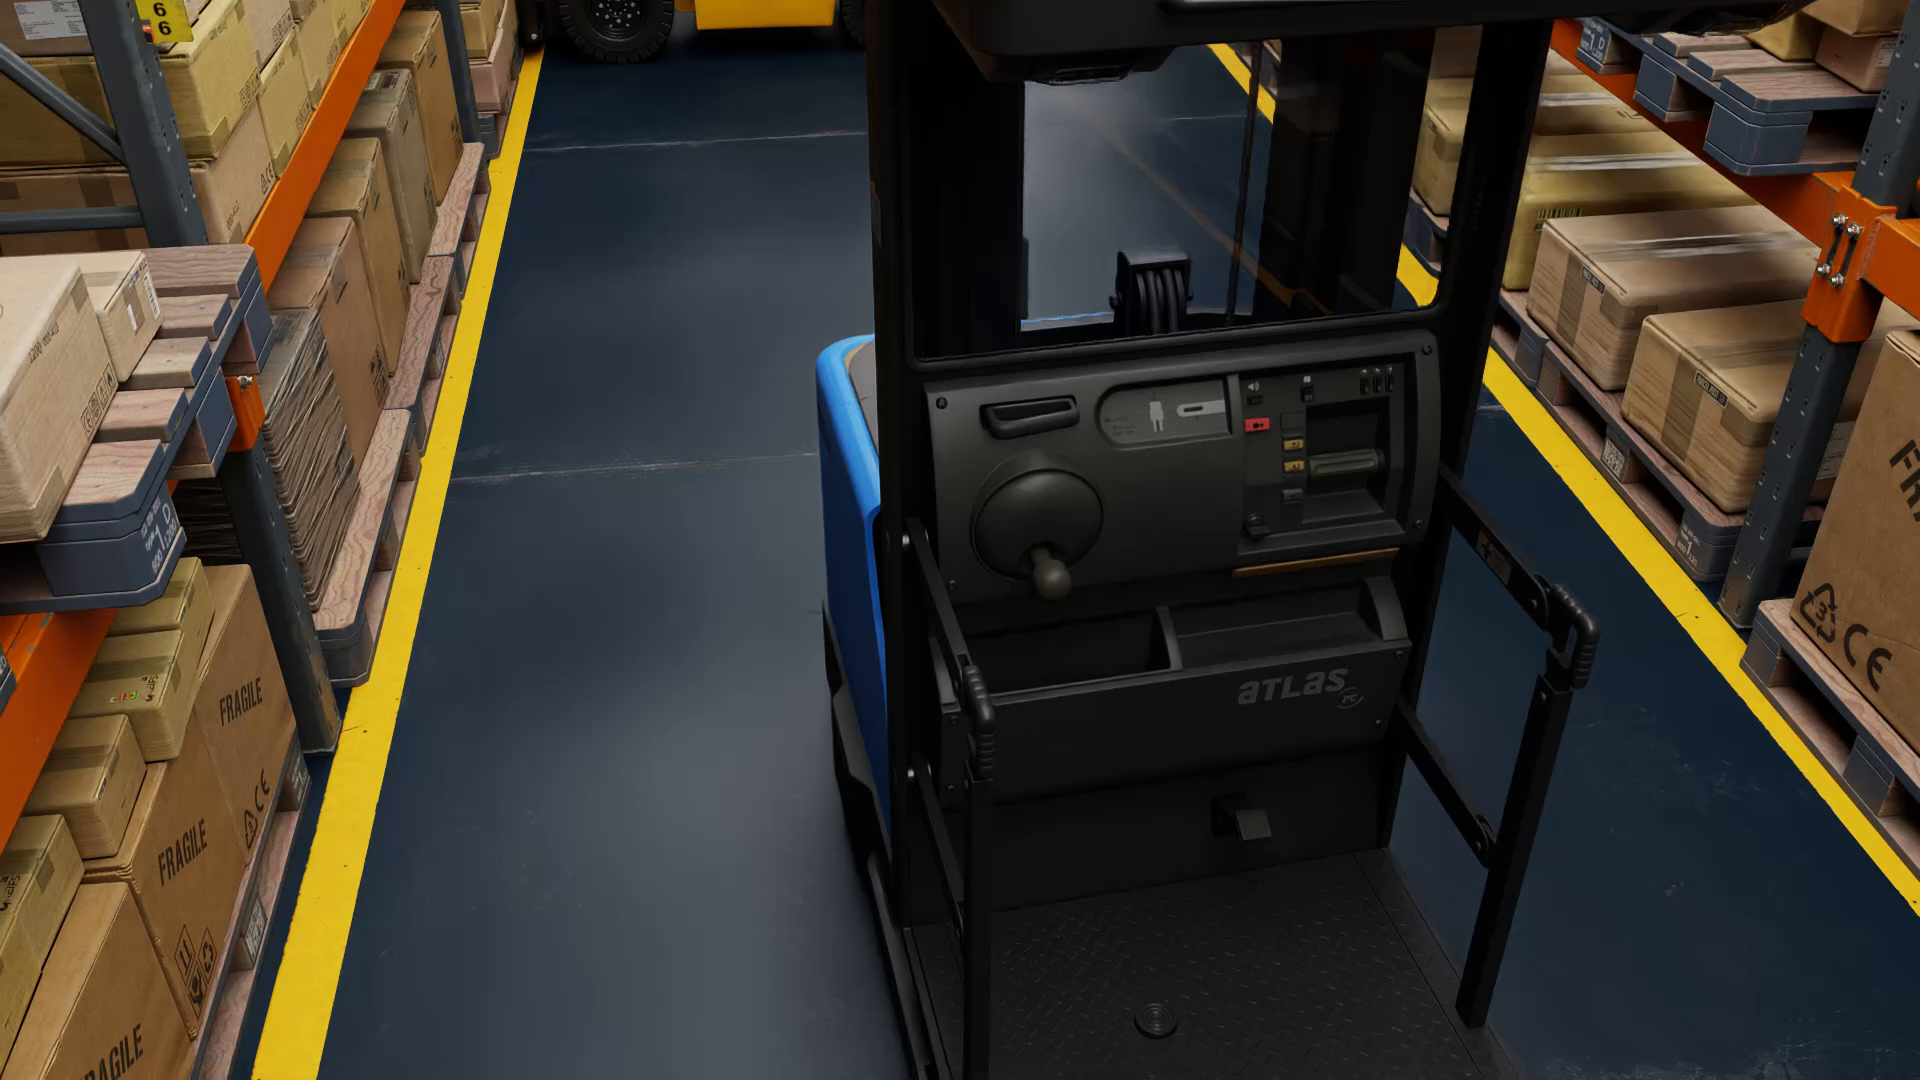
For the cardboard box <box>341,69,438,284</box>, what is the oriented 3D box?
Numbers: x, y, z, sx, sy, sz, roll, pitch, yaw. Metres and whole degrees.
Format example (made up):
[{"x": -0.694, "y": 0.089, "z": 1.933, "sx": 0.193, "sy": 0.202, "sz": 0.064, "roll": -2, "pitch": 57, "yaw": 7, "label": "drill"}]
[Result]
[{"x": -2.522, "y": -1.366, "z": 6.326, "sx": 0.875, "sy": 0.625, "sz": 0.625, "roll": -5, "pitch": 35, "yaw": -7, "label": "cardboard box"}]

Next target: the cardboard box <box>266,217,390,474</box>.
[{"x": -2.329, "y": -0.571, "z": 5.160, "sx": 0.875, "sy": 0.625, "sz": 0.625, "roll": -3, "pitch": 34, "yaw": -5, "label": "cardboard box"}]

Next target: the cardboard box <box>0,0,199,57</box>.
[{"x": -1.914, "y": -1.175, "z": 3.646, "sx": 0.380, "sy": 0.149, "sz": 0.250, "roll": -3, "pitch": 34, "yaw": -5, "label": "cardboard box"}]

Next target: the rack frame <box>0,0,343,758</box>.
[{"x": -2.163, "y": -0.665, "z": 3.563, "sx": 1.000, "sy": 3.000, "sz": 0.127, "roll": -4, "pitch": 35, "yaw": -6, "label": "rack frame"}]

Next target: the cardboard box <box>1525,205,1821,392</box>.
[{"x": 2.582, "y": -0.858, "z": 5.806, "sx": 0.950, "sy": 0.372, "sz": 0.625, "roll": -5, "pitch": 35, "yaw": -7, "label": "cardboard box"}]

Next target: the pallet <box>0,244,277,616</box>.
[{"x": -2.002, "y": -0.213, "z": 3.070, "sx": 1.213, "sy": 0.211, "sz": 1.003, "roll": -4, "pitch": 35, "yaw": -6, "label": "pallet"}]

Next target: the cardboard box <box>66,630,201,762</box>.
[{"x": -1.778, "y": 0.332, "z": 3.370, "sx": 0.380, "sy": 0.149, "sz": 0.250, "roll": -6, "pitch": 35, "yaw": -9, "label": "cardboard box"}]

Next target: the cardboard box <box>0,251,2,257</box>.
[{"x": -2.476, "y": -0.835, "z": 3.945, "sx": 0.500, "sy": 0.250, "sz": 0.500, "roll": -5, "pitch": 35, "yaw": -7, "label": "cardboard box"}]

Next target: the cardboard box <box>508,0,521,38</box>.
[{"x": -2.606, "y": -2.798, "z": 8.760, "sx": 0.500, "sy": 0.250, "sz": 0.500, "roll": -4, "pitch": 34, "yaw": -6, "label": "cardboard box"}]

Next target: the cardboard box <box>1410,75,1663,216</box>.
[{"x": 2.391, "y": -1.670, "z": 6.997, "sx": 0.950, "sy": 0.372, "sz": 0.625, "roll": -2, "pitch": 34, "yaw": -3, "label": "cardboard box"}]

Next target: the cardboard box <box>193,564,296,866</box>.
[{"x": -1.893, "y": 0.414, "z": 3.826, "sx": 0.500, "sy": 0.500, "sz": 0.500, "roll": -3, "pitch": 34, "yaw": -5, "label": "cardboard box"}]

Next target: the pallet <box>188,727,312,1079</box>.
[{"x": -2.100, "y": 0.906, "z": 3.733, "sx": 1.003, "sy": 0.211, "sz": 1.213, "roll": -4, "pitch": 35, "yaw": -6, "label": "pallet"}]

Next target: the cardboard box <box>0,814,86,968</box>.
[{"x": -1.796, "y": 0.633, "z": 2.928, "sx": 0.380, "sy": 0.149, "sz": 0.250, "roll": -3, "pitch": 34, "yaw": -5, "label": "cardboard box"}]

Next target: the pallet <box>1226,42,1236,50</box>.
[{"x": 1.925, "y": -3.178, "z": 9.725, "sx": 1.003, "sy": 0.211, "sz": 1.213, "roll": -4, "pitch": 35, "yaw": -6, "label": "pallet"}]

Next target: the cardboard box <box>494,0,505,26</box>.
[{"x": -2.529, "y": -2.716, "z": 8.196, "sx": 0.500, "sy": 0.250, "sz": 0.500, "roll": -5, "pitch": 35, "yaw": -7, "label": "cardboard box"}]

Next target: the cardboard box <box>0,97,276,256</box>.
[{"x": -1.980, "y": -0.870, "z": 3.996, "sx": 0.500, "sy": 0.250, "sz": 0.500, "roll": -4, "pitch": 35, "yaw": -6, "label": "cardboard box"}]

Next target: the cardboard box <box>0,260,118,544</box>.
[{"x": -1.700, "y": -0.213, "z": 2.659, "sx": 0.500, "sy": 0.250, "sz": 0.500, "roll": -6, "pitch": 35, "yaw": -9, "label": "cardboard box"}]

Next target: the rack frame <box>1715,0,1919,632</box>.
[{"x": 2.756, "y": -1.043, "z": 4.118, "sx": 1.000, "sy": 3.000, "sz": 0.127, "roll": -4, "pitch": 35, "yaw": -6, "label": "rack frame"}]

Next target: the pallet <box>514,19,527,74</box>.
[{"x": -2.933, "y": -2.875, "z": 9.281, "sx": 1.003, "sy": 0.211, "sz": 1.213, "roll": -4, "pitch": 35, "yaw": -6, "label": "pallet"}]

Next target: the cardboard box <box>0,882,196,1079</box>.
[{"x": -1.763, "y": 0.986, "z": 2.987, "sx": 0.500, "sy": 0.500, "sz": 0.500, "roll": -3, "pitch": 34, "yaw": -4, "label": "cardboard box"}]

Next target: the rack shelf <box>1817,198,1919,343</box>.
[{"x": 3.025, "y": 0.370, "z": 2.683, "sx": 1.077, "sy": 0.370, "sz": 4.000, "roll": -4, "pitch": 35, "yaw": -6, "label": "rack shelf"}]

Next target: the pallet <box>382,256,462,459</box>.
[{"x": -2.395, "y": -0.655, "z": 6.023, "sx": 1.003, "sy": 0.211, "sz": 1.213, "roll": -4, "pitch": 35, "yaw": -6, "label": "pallet"}]

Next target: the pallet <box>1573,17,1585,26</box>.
[{"x": 2.449, "y": -2.066, "z": 5.788, "sx": 1.003, "sy": 0.211, "sz": 1.213, "roll": -4, "pitch": 35, "yaw": -6, "label": "pallet"}]

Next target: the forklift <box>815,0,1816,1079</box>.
[{"x": 0.453, "y": -0.067, "z": 2.746, "sx": 1.130, "sy": 2.935, "sz": 3.031, "roll": -7, "pitch": 35, "yaw": -10, "label": "forklift"}]

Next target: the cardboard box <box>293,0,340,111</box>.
[{"x": -2.119, "y": -1.438, "z": 4.829, "sx": 0.500, "sy": 0.250, "sz": 0.500, "roll": -5, "pitch": 35, "yaw": -8, "label": "cardboard box"}]

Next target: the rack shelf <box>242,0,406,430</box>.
[{"x": -2.432, "y": -1.484, "z": 5.403, "sx": 1.077, "sy": 0.370, "sz": 4.000, "roll": -4, "pitch": 35, "yaw": -6, "label": "rack shelf"}]

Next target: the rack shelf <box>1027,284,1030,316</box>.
[{"x": 0.022, "y": -0.728, "z": 4.555, "sx": 0.258, "sy": 0.148, "sz": 0.480, "roll": -4, "pitch": 35, "yaw": -6, "label": "rack shelf"}]

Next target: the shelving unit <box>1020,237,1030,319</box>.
[{"x": 0.022, "y": -0.403, "z": 4.777, "sx": 0.258, "sy": 1.200, "sz": 0.503, "roll": -4, "pitch": 35, "yaw": -6, "label": "shelving unit"}]

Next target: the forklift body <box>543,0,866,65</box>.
[{"x": -1.176, "y": -3.859, "z": 9.003, "sx": 2.313, "sy": 2.155, "sz": 1.214, "roll": -4, "pitch": 35, "yaw": -6, "label": "forklift body"}]

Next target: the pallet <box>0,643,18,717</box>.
[{"x": -1.896, "y": 0.499, "z": 2.025, "sx": 1.003, "sy": 0.211, "sz": 1.213, "roll": -4, "pitch": 35, "yaw": -6, "label": "pallet"}]

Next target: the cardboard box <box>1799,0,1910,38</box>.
[{"x": 2.419, "y": -1.614, "z": 4.229, "sx": 0.500, "sy": 0.500, "sz": 0.500, "roll": -5, "pitch": 35, "yaw": -8, "label": "cardboard box"}]

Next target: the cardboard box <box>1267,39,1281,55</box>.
[{"x": 1.872, "y": -2.622, "z": 8.503, "sx": 0.500, "sy": 0.250, "sz": 0.500, "roll": -3, "pitch": 34, "yaw": -4, "label": "cardboard box"}]

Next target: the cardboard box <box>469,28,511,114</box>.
[{"x": -2.437, "y": -2.230, "z": 7.927, "sx": 0.500, "sy": 0.250, "sz": 0.500, "roll": -4, "pitch": 34, "yaw": -6, "label": "cardboard box"}]

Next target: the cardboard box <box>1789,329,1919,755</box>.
[{"x": 2.766, "y": 0.053, "z": 4.023, "sx": 0.875, "sy": 0.875, "sz": 0.875, "roll": -5, "pitch": 35, "yaw": -7, "label": "cardboard box"}]

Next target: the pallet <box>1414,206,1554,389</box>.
[{"x": 2.491, "y": -1.007, "z": 6.540, "sx": 1.003, "sy": 0.211, "sz": 1.213, "roll": -4, "pitch": 35, "yaw": -6, "label": "pallet"}]

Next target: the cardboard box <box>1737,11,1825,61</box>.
[{"x": 2.371, "y": -1.422, "z": 4.524, "sx": 0.380, "sy": 0.149, "sz": 0.250, "roll": -4, "pitch": 34, "yaw": -6, "label": "cardboard box"}]

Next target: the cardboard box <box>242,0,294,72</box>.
[{"x": -2.046, "y": -1.356, "z": 4.265, "sx": 0.500, "sy": 0.250, "sz": 0.500, "roll": -3, "pitch": 34, "yaw": -5, "label": "cardboard box"}]
